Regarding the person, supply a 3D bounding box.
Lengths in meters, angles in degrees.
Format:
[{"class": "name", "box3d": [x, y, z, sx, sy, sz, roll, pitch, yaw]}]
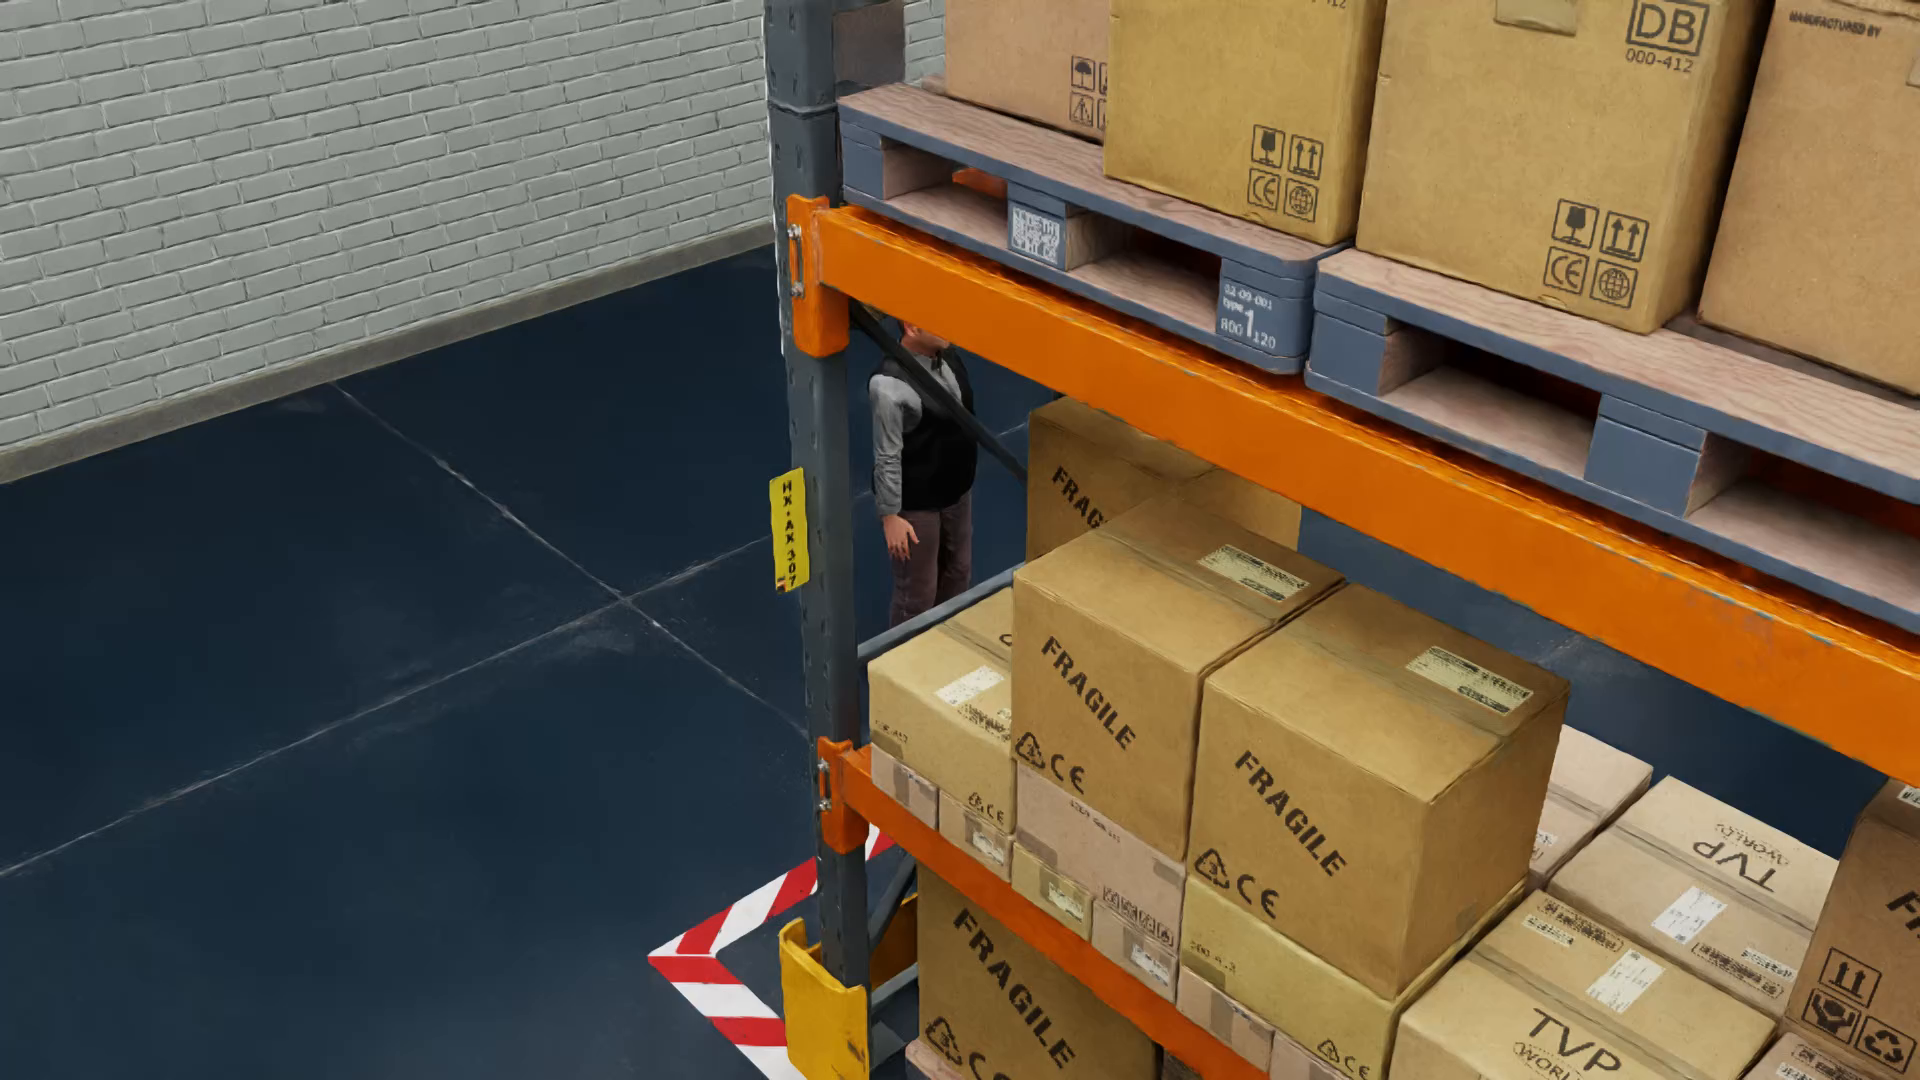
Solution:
[{"class": "person", "box3d": [-0.109, -0.164, 6.405, 0.423, 1.730, 0.563, 16, 35, 24]}]
